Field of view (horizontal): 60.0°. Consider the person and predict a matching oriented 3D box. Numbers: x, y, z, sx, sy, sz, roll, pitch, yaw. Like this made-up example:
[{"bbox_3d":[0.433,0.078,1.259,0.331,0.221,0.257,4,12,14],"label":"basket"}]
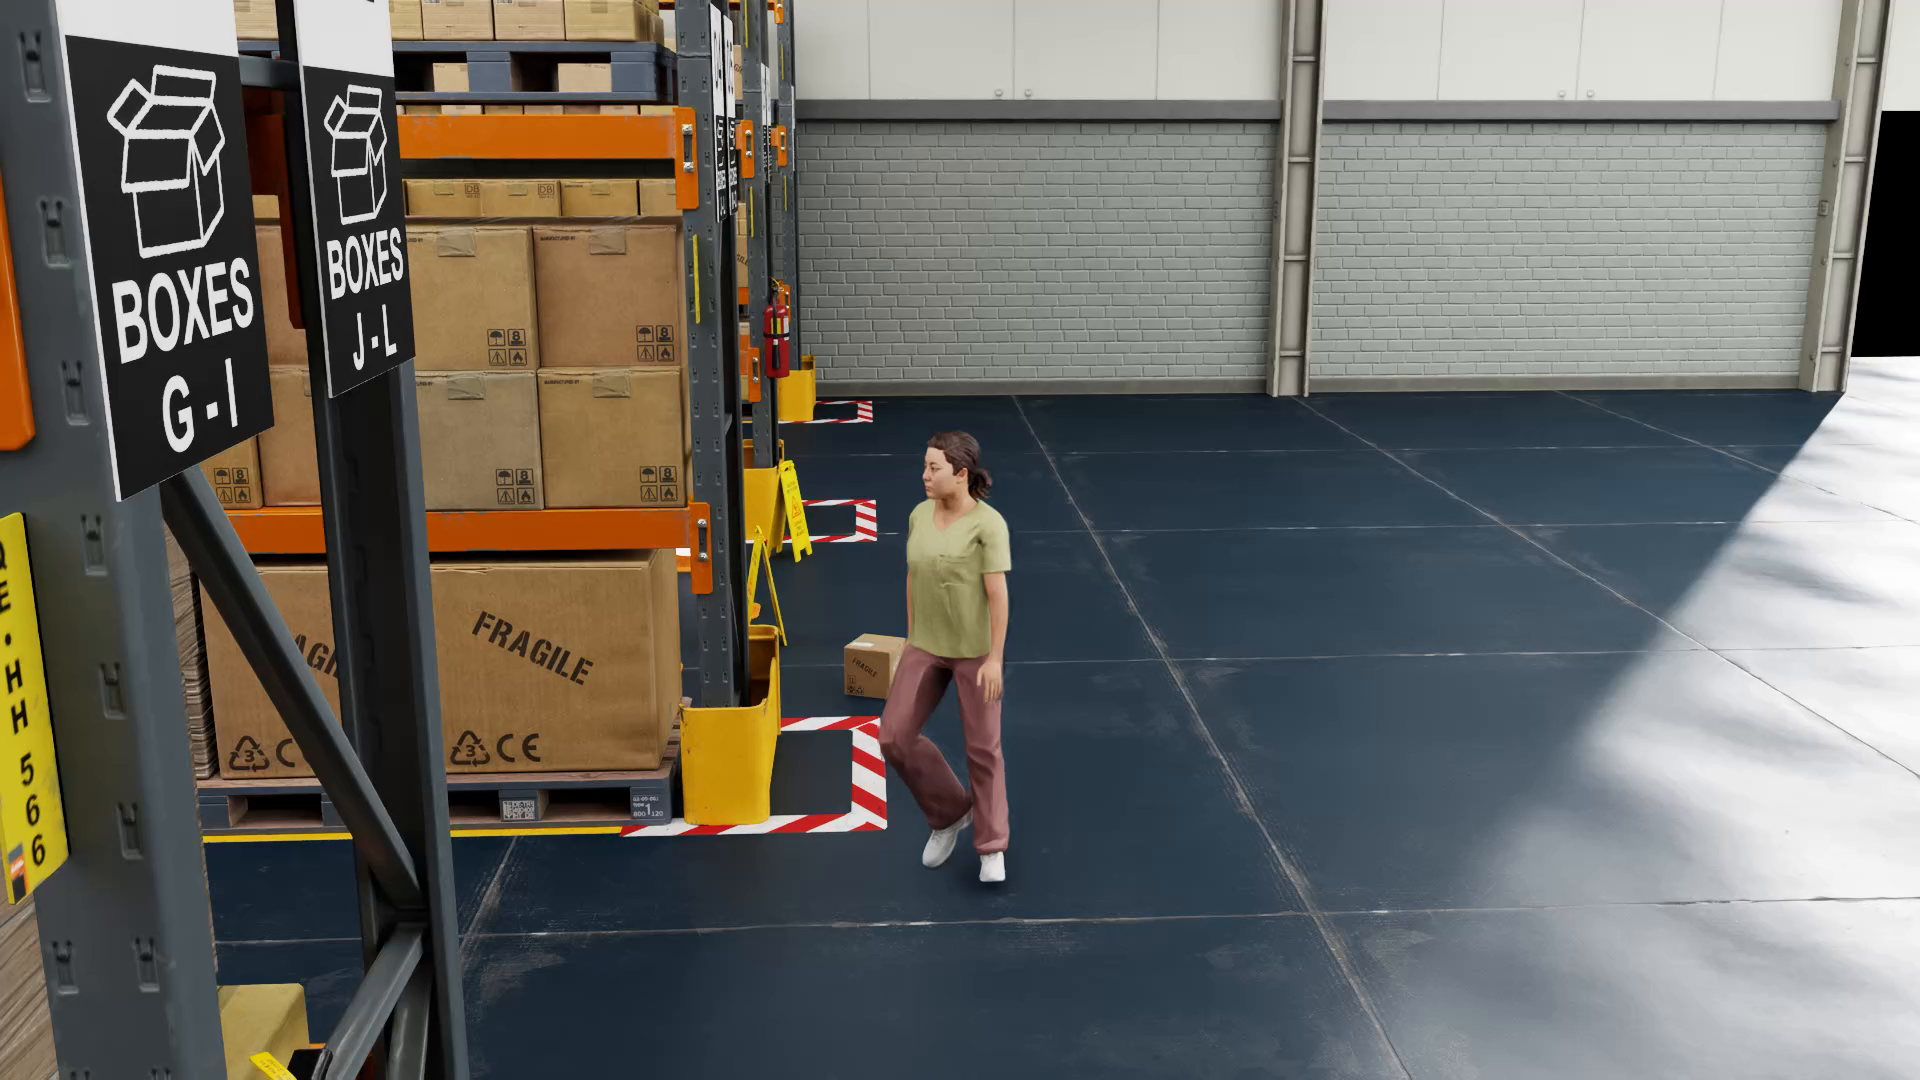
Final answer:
[{"bbox_3d":[-0.023,0.431,6.138,0.500,1.679,0.390,7,15,26],"label":"person"}]
